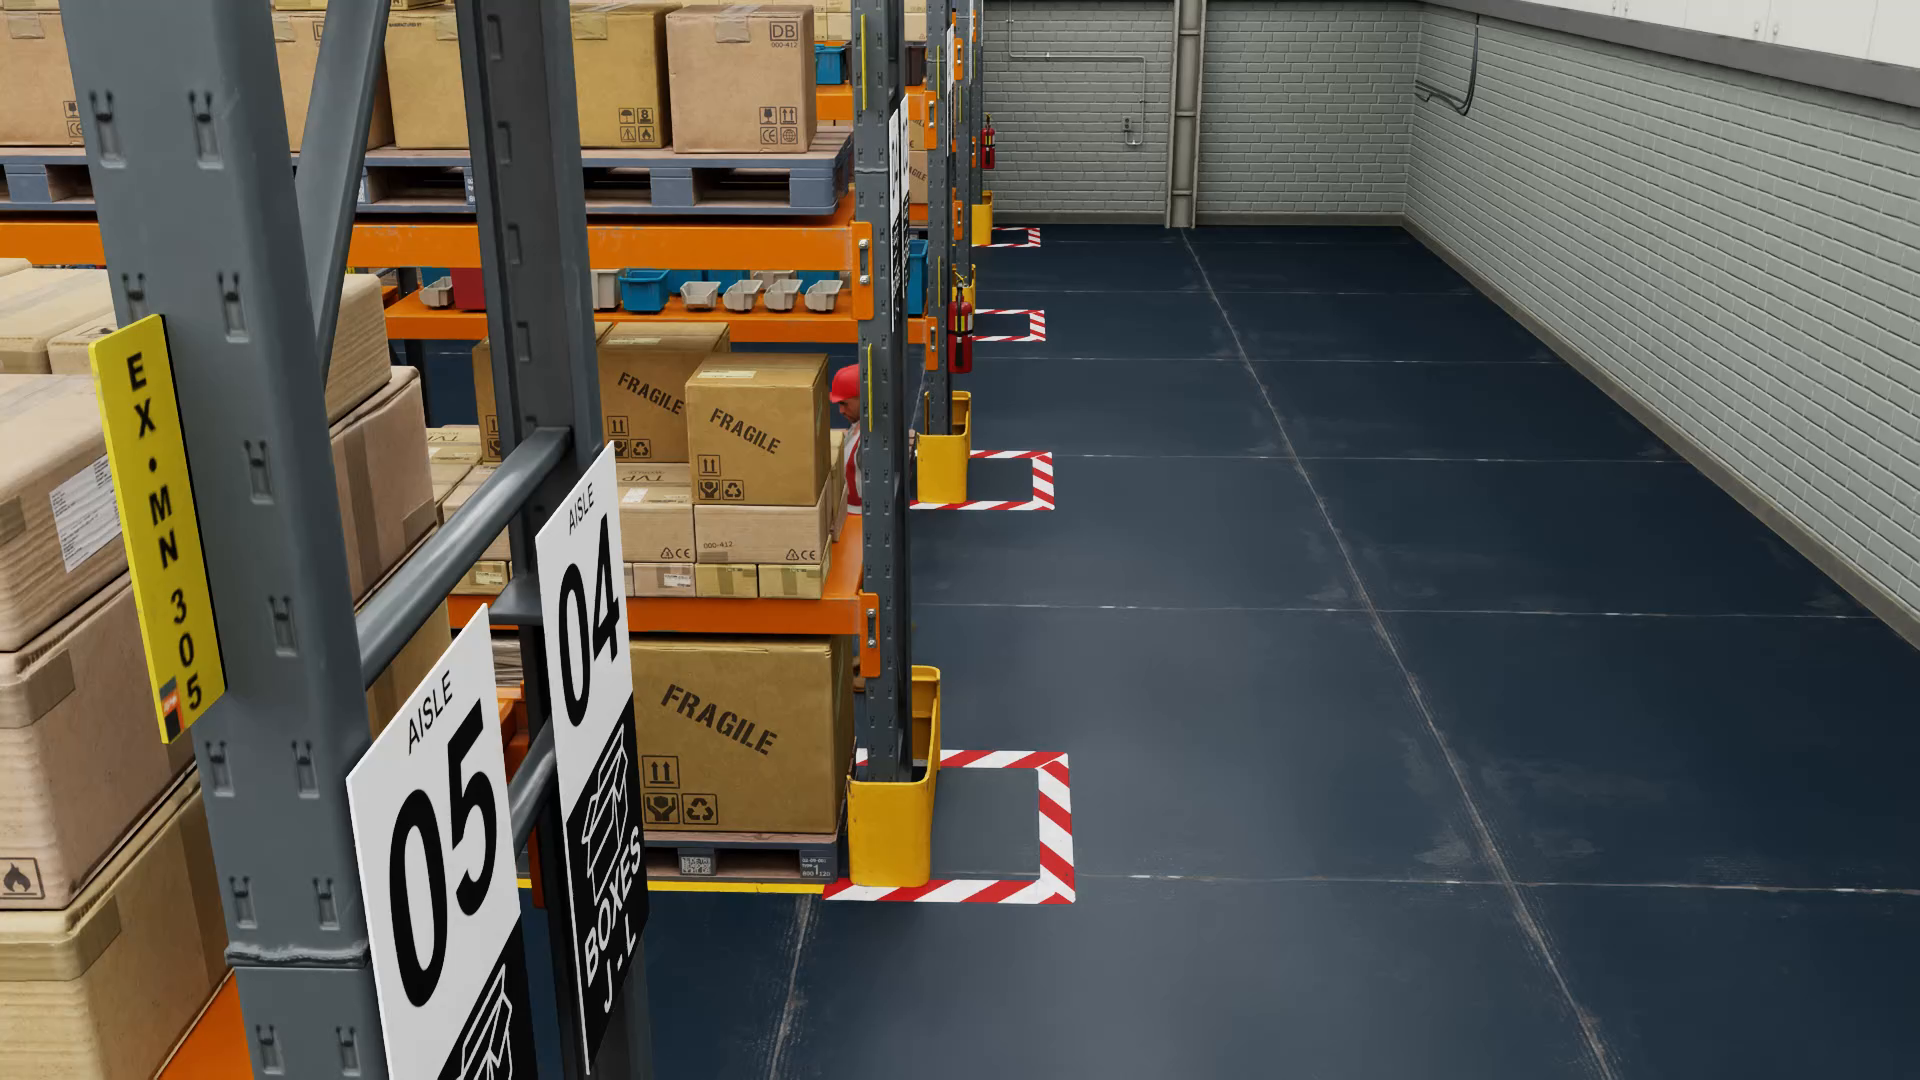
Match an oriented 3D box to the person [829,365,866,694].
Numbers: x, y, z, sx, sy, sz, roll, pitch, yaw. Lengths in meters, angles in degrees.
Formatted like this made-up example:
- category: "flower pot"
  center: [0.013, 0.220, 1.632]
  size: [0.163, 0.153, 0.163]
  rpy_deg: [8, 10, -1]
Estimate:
- category: "person"
  center: [-0.503, -0.059, 8.735]
  size: [0.388, 1.768, 0.533]
  rpy_deg: [-4, 21, -11]
